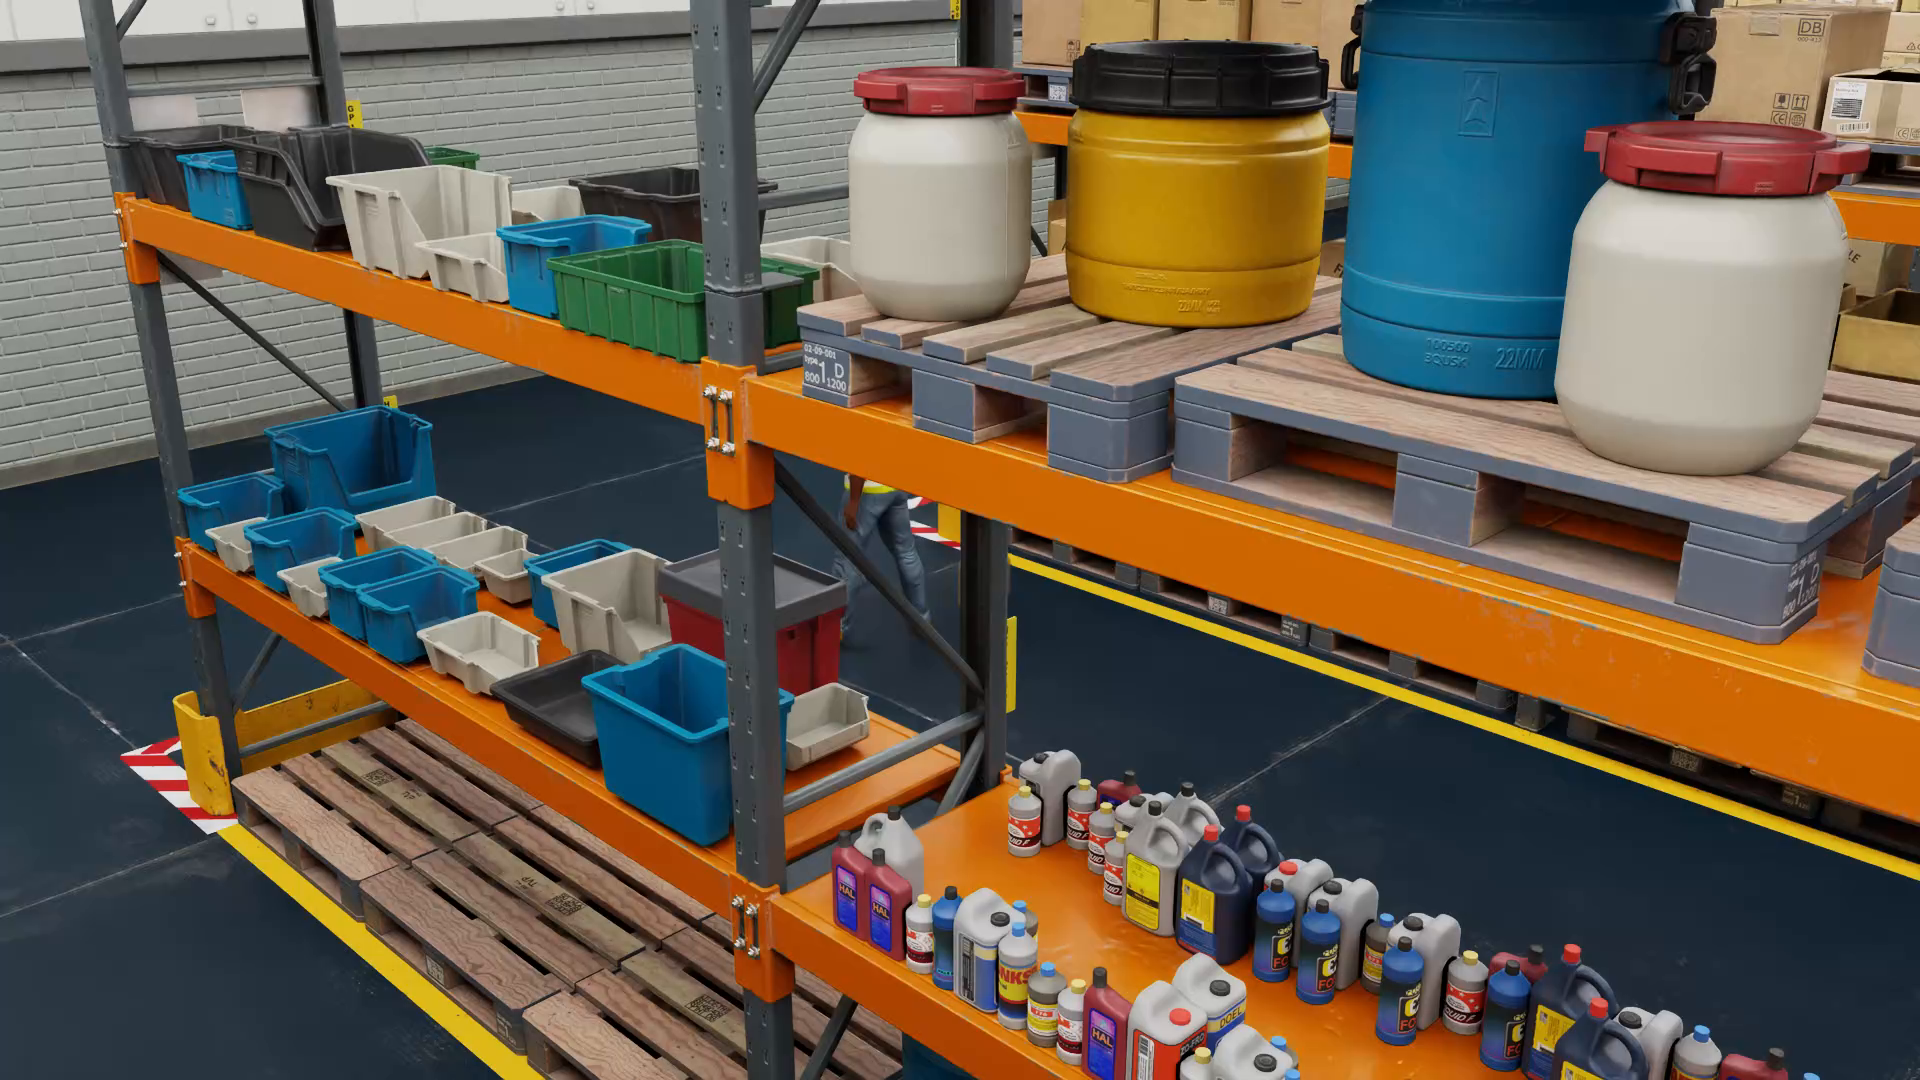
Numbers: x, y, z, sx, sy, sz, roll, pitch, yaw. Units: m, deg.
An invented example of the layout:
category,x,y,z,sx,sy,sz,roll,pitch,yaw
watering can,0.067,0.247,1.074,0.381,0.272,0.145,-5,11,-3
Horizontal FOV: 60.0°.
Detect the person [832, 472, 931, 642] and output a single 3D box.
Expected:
category,x,y,z,sx,sy,sz,roll,pitch,yaw
person,-0.528,-0.293,9.273,0.646,1.749,0.700,12,23,29
